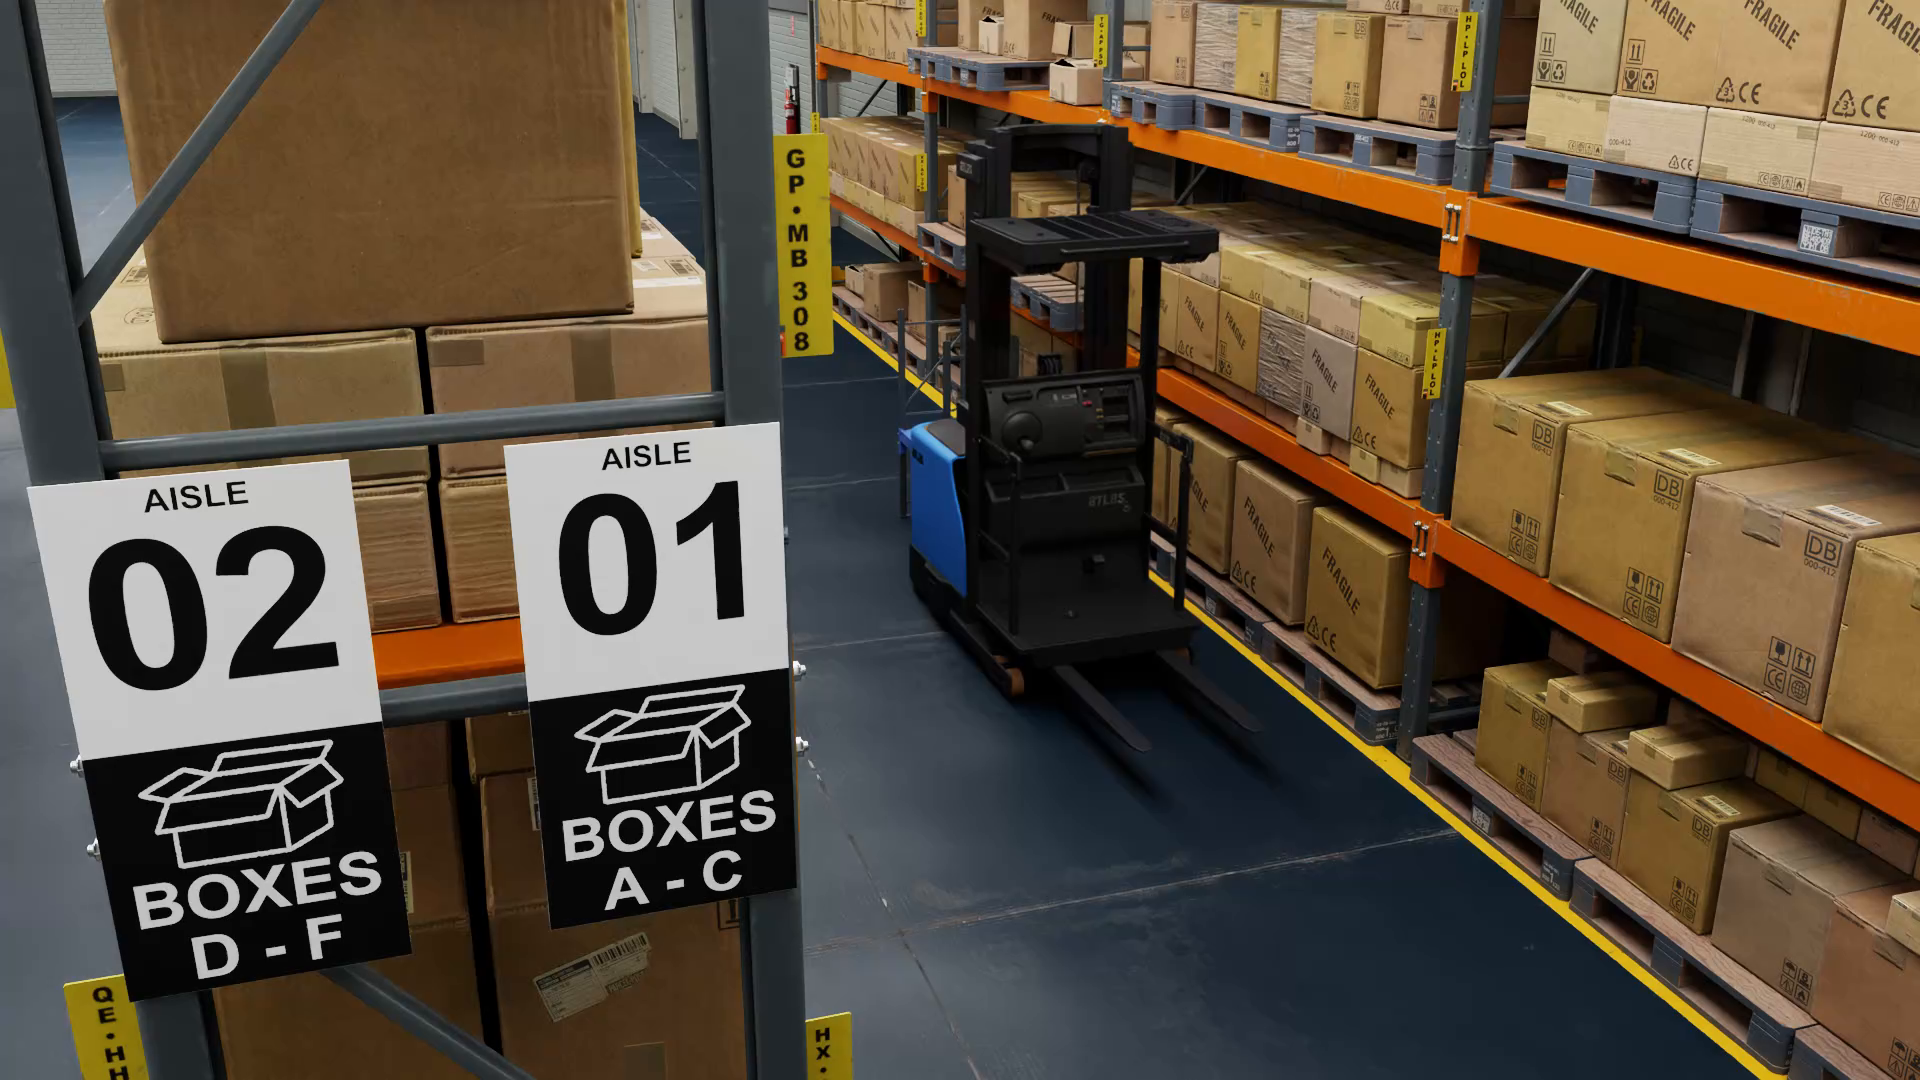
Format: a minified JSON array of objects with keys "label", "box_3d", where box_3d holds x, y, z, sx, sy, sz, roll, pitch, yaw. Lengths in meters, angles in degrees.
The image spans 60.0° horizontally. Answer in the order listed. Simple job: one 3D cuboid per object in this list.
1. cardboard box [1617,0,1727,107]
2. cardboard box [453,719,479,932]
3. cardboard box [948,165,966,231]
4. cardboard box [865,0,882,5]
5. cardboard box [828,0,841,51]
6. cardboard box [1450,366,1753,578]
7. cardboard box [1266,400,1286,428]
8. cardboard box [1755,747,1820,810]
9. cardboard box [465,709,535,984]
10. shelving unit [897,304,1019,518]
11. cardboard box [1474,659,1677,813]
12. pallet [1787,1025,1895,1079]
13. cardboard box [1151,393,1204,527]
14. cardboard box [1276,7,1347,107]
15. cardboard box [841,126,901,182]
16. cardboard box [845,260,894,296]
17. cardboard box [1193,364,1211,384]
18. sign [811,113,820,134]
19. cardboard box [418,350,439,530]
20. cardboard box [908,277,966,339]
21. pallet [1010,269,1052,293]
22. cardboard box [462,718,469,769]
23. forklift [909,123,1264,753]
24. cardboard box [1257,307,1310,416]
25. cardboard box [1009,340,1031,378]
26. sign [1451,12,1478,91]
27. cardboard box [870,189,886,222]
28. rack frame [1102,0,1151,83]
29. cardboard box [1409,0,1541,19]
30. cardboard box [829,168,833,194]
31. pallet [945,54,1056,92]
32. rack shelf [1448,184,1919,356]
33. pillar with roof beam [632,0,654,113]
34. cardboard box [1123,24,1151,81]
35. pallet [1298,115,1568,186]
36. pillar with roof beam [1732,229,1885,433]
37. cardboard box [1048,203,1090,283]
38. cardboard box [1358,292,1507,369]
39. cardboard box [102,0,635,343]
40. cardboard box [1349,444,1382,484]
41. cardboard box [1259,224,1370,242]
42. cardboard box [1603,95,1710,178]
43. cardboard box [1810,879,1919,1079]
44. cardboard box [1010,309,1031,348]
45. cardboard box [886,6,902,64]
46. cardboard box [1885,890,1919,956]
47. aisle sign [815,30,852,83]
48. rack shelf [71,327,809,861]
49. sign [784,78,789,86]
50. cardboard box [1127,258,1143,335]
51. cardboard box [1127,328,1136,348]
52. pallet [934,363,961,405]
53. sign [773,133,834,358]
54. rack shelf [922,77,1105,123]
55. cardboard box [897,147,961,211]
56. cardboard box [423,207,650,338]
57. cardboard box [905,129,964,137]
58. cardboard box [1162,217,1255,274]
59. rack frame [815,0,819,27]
[{"label":"cardboard box","box_3d":[2.816,-1.876,6.108,0.500,0.500,0.500,-7,21,-18]},{"label":"cardboard box","box_3d":[-1.629,0.801,4.602,0.500,0.500,0.500,-7,21,-18]},{"label":"cardboard box","box_3d":[0.303,-3.015,14.573,0.700,0.500,0.500,-6,21,-17]},{"label":"cardboard box","box_3d":[-0.595,-5.339,15.751,0.500,0.500,0.500,-7,21,-19]},{"label":"cardboard box","box_3d":[-1.079,-5.369,17.313,0.500,0.500,0.500,-5,20,-14]},{"label":"cardboard box","box_3d":[2.845,-0.326,7.442,0.980,0.700,0.700,-6,21,-16]},{"label":"cardboard box","box_3d":[1.958,-0.742,9.387,0.380,0.149,0.250,-7,21,-19]},{"label":"cardboard box","box_3d":[3.382,0.914,6.552,0.380,0.149,0.250,-7,21,-18]},{"label":"cardboard box","box_3d":[-0.815,0.596,3.693,0.500,0.500,0.500,-6,21,-17]},{"label":"shelving unit","box_3d":[-0.027,-0.733,11.239,0.538,1.500,1.048,-6,21,-17]},{"label":"cardboard box","box_3d":[2.828,0.869,7.635,0.700,0.500,0.500,-6,21,-17]},{"label":"pallet","box_3d":[3.622,1.988,5.571,1.003,0.211,1.213,-6,21,-17]},{"label":"cardboard box","box_3d":[1.540,-0.580,11.152,0.750,0.750,0.750,-7,21,-18]},{"label":"cardboard box","box_3d":[2.185,-2.659,9.147,0.700,0.500,0.500,-6,21,-17]},{"label":"cardboard box","box_3d":[-0.914,-3.992,17.175,0.500,0.500,0.500,-7,21,-19]},{"label":"cardboard box","box_3d":[-0.949,-2.921,18.439,0.500,0.311,0.500,-9,22,-23]},{"label":"cardboard box","box_3d":[1.677,-1.079,10.324,0.380,0.149,0.250,-6,21,-16]},{"label":"sign","box_3d":[-1.596,-4.561,18.396,0.100,0.325,0.005,-6,21,-17]},{"label":"cardboard box","box_3d":[-1.312,-0.189,3.289,0.500,0.250,0.500,-6,21,-17]},{"label":"cardboard box","box_3d":[-0.188,-2.287,16.393,0.500,0.500,0.500,-8,21,-21]},{"label":"pallet","box_3d":[0.772,-2.184,13.345,1.003,0.211,1.213,-6,21,-17]},{"label":"cardboard box","box_3d":[-1.447,0.419,5.666,0.500,0.500,0.500,-6,21,-16]},{"label":"forklift","box_3d":[0.662,-0.677,8.965,1.130,2.935,3.031,-7,21,-19]},{"label":"cardboard box","box_3d":[1.986,-1.003,9.153,0.500,0.500,0.500,-6,21,-17]},{"label":"cardboard box","box_3d":[0.755,-1.395,13.910,0.700,0.500,0.500,-6,21,-17]},{"label":"sign","box_3d":[2.178,-2.103,7.165,0.100,0.325,0.005,-6,21,-17]},{"label":"cardboard box","box_3d":[-0.582,-3.307,16.377,0.500,0.250,0.500,-7,21,-18]},{"label":"rack frame","box_3d":[1.433,-4.467,10.542,1.000,3.000,0.127,-6,21,-17]},{"label":"cardboard box","box_3d":[2.538,-2.675,8.082,0.500,0.250,0.500,-5,20,-13]},{"label":"cardboard box","box_3d":[-1.230,-3.960,18.195,0.500,0.250,0.500,-7,21,-19]},{"label":"pallet","box_3d":[0.598,-3.709,13.145,1.213,0.211,1.003,-6,21,-17]},{"label":"rack shelf","box_3d":[3.319,-0.792,5.810,1.077,0.370,4.000,-6,21,-17]},{"label":"pillar with roof beam","box_3d":[-11.671,-14.146,37.489,9.100,9.000,0.400,-6,21,-17]},{"label":"cardboard box","box_3d":[1.425,-3.367,11.740,0.500,0.500,0.500,-6,21,-17]},{"label":"pallet","box_3d":[2.355,-1.971,8.312,0.805,0.209,1.217,-7,21,-19]},{"label":"pillar with roof beam","box_3d":[-0.355,-2.593,5.325,9.100,9.000,0.400,-6,21,-17]},{"label":"cardboard box","box_3d":[1.074,-2.224,12.373,0.700,0.500,0.500,-8,21,-22]},{"label":"cardboard box","box_3d":[2.301,-1.032,8.126,0.500,0.250,0.500,-6,21,-16]},{"label":"cardboard box","box_3d":[-0.931,-0.642,2.701,0.700,0.500,0.500,-6,21,-17]},{"label":"cardboard box","box_3d":[2.213,-0.408,8.458,0.380,0.149,0.250,-6,21,-16]},{"label":"cardboard box","box_3d":[2.139,-1.744,10.107,0.500,0.250,0.500,-7,21,-19]},{"label":"cardboard box","box_3d":[2.804,-1.531,6.258,0.500,0.250,0.500,-7,21,-18]},{"label":"cardboard box","box_3d":[3.475,1.528,5.803,0.700,0.500,0.500,-6,21,-17]},{"label":"cardboard box","box_3d":[0.732,-1.769,13.842,0.500,0.250,0.500,-7,21,-19]},{"label":"cardboard box","box_3d":[-0.364,-4.695,15.436,0.500,0.500,0.500,-8,21,-22]},{"label":"cardboard box","box_3d":[3.338,1.279,5.535,0.380,0.149,0.250,-6,21,-16]},{"label":"aisle sign","box_3d":[-1.389,-5.426,18.239,0.394,0.787,0.004,-6,21,-17]},{"label":"rack shelf","box_3d":[-1.383,-0.264,4.341,1.077,0.370,4.000,-6,21,-17]},{"label":"sign","box_3d":[-2.750,-7.253,26.336,0.001,0.109,0.331,-6,21,-17]},{"label":"cardboard box","box_3d":[1.343,-1.657,10.975,0.500,0.500,0.500,-6,21,-16]},{"label":"cardboard box","box_3d":[1.317,-1.405,11.232,0.380,0.149,0.250,-7,21,-18]},{"label":"pallet","box_3d":[0.422,-1.365,14.906,1.003,0.211,1.213,-6,21,-17]},{"label":"sign","box_3d":[-0.239,-0.430,2.445,0.100,0.325,0.005,-6,21,-17]},{"label":"rack shelf","box_3d":[0.804,-3.359,12.957,1.077,0.370,4.000,-6,21,-17]},{"label":"cardboard box","box_3d":[-0.266,-3.338,15.356,0.500,0.500,0.500,-6,21,-17]},{"label":"cardboard box","box_3d":[-0.982,-0.639,3.803,0.500,0.250,0.500,-6,21,-17]},{"label":"cardboard box","box_3d":[-0.258,-3.885,16.877,0.500,0.500,0.500,-6,21,-16]},{"label":"cardboard box","box_3d":[1.501,-1.848,10.397,0.500,0.250,0.500,-7,21,-18]},{"label":"rack frame","box_3d":[-1.081,-7.034,17.689,1.000,3.000,0.127,-6,21,-17]}]
